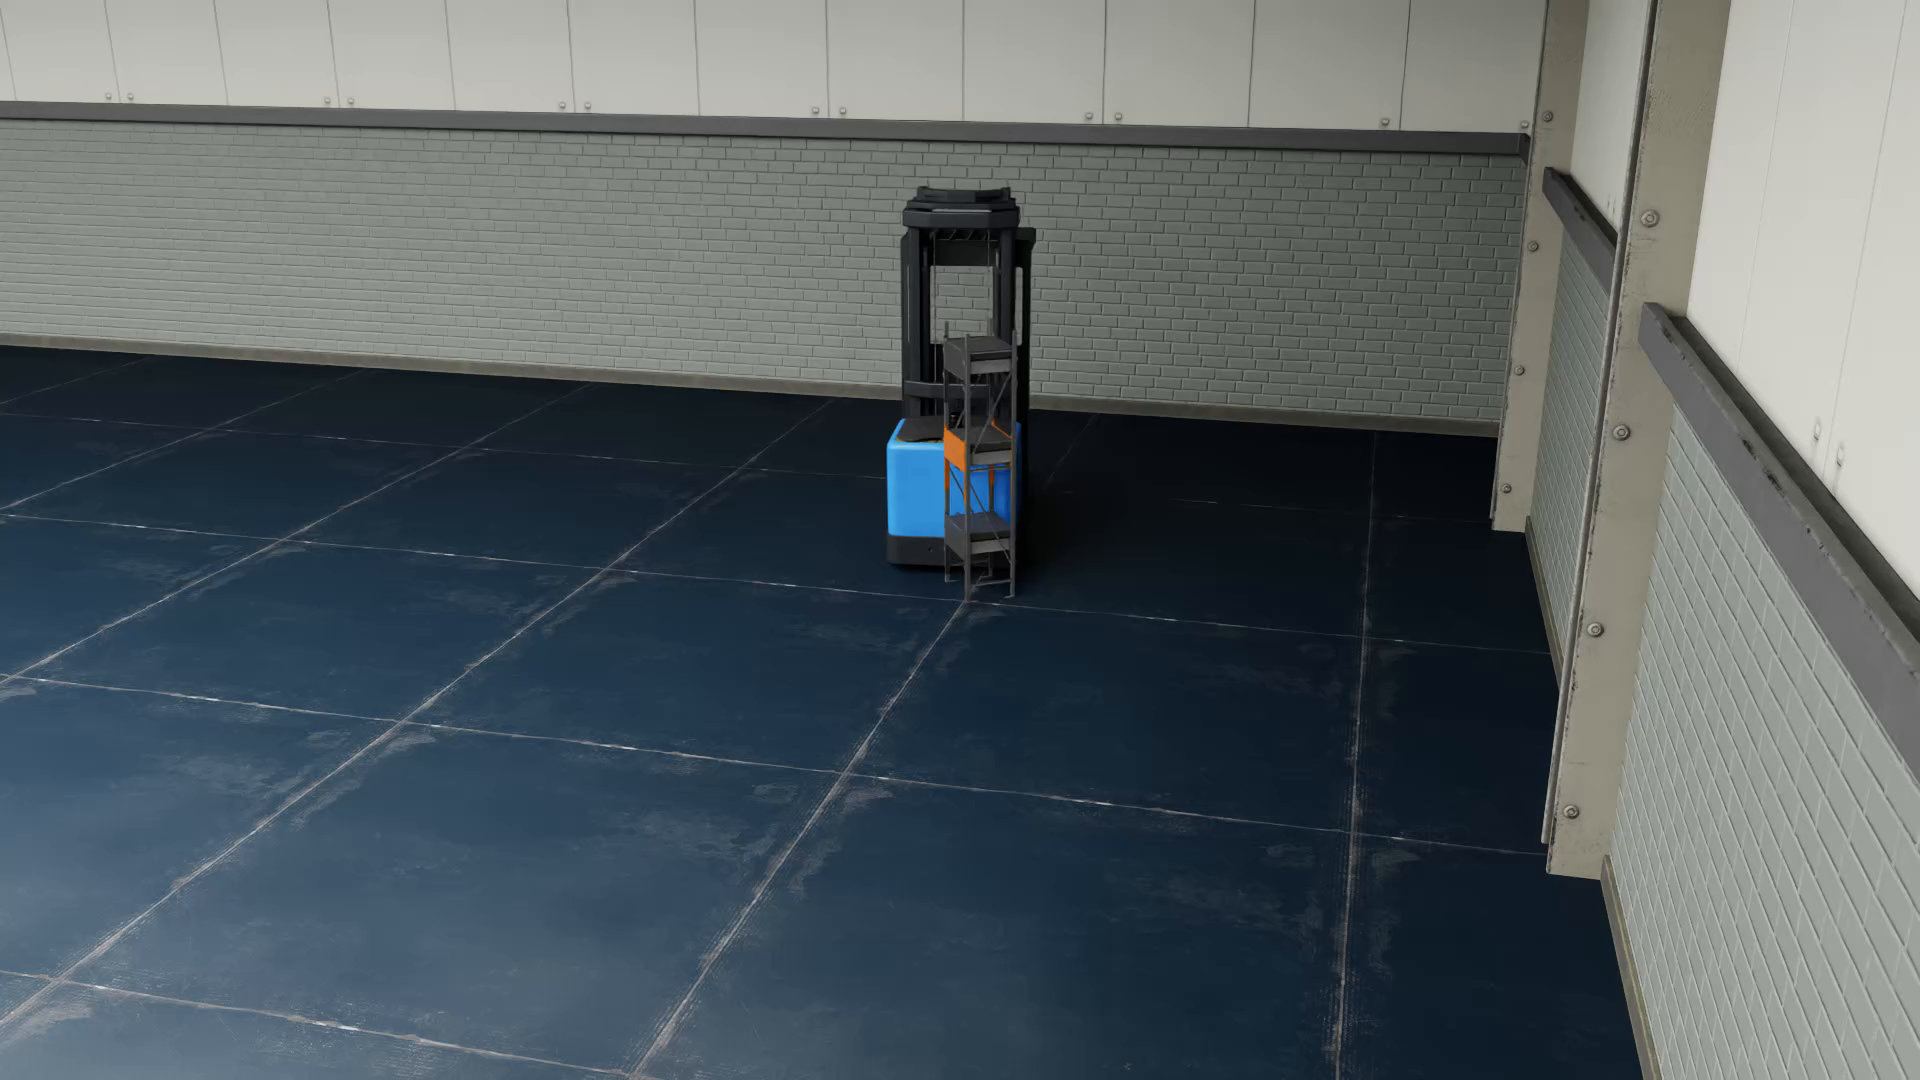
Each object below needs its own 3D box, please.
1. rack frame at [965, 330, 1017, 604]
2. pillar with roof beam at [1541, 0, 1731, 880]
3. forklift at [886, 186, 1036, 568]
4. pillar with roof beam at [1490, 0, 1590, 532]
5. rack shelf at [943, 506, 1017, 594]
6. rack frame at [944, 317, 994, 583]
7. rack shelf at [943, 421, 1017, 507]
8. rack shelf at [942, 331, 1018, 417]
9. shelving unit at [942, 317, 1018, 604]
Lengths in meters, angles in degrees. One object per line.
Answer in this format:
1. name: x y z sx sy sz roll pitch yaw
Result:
1. rack frame: 0.231 -0.527 12.480 0.400 2.100 0.015 -7 20 -18
2. pillar with roof beam: -0.821 -2.856 8.627 9.100 9.000 0.400 5 19 13
3. forklift: 0.075 -1.597 14.329 1.130 2.935 3.031 2 19 6
4. pillar with roof beam: 0.645 -4.737 14.133 9.100 9.000 0.400 5 19 13
5. rack shelf: 0.152 0.074 12.929 0.431 0.518 0.480 -7 20 -18
6. rack frame: 0.070 -0.676 12.916 0.400 2.100 0.015 -7 20 -18
7. rack shelf: 0.150 -0.588 12.702 0.431 0.518 0.480 -7 20 -18
8. rack shelf: 0.149 -1.251 12.475 0.431 0.518 0.480 -7 20 -18
9. shelving unit: 0.150 -0.601 12.698 0.431 2.100 0.503 -7 20 -18
